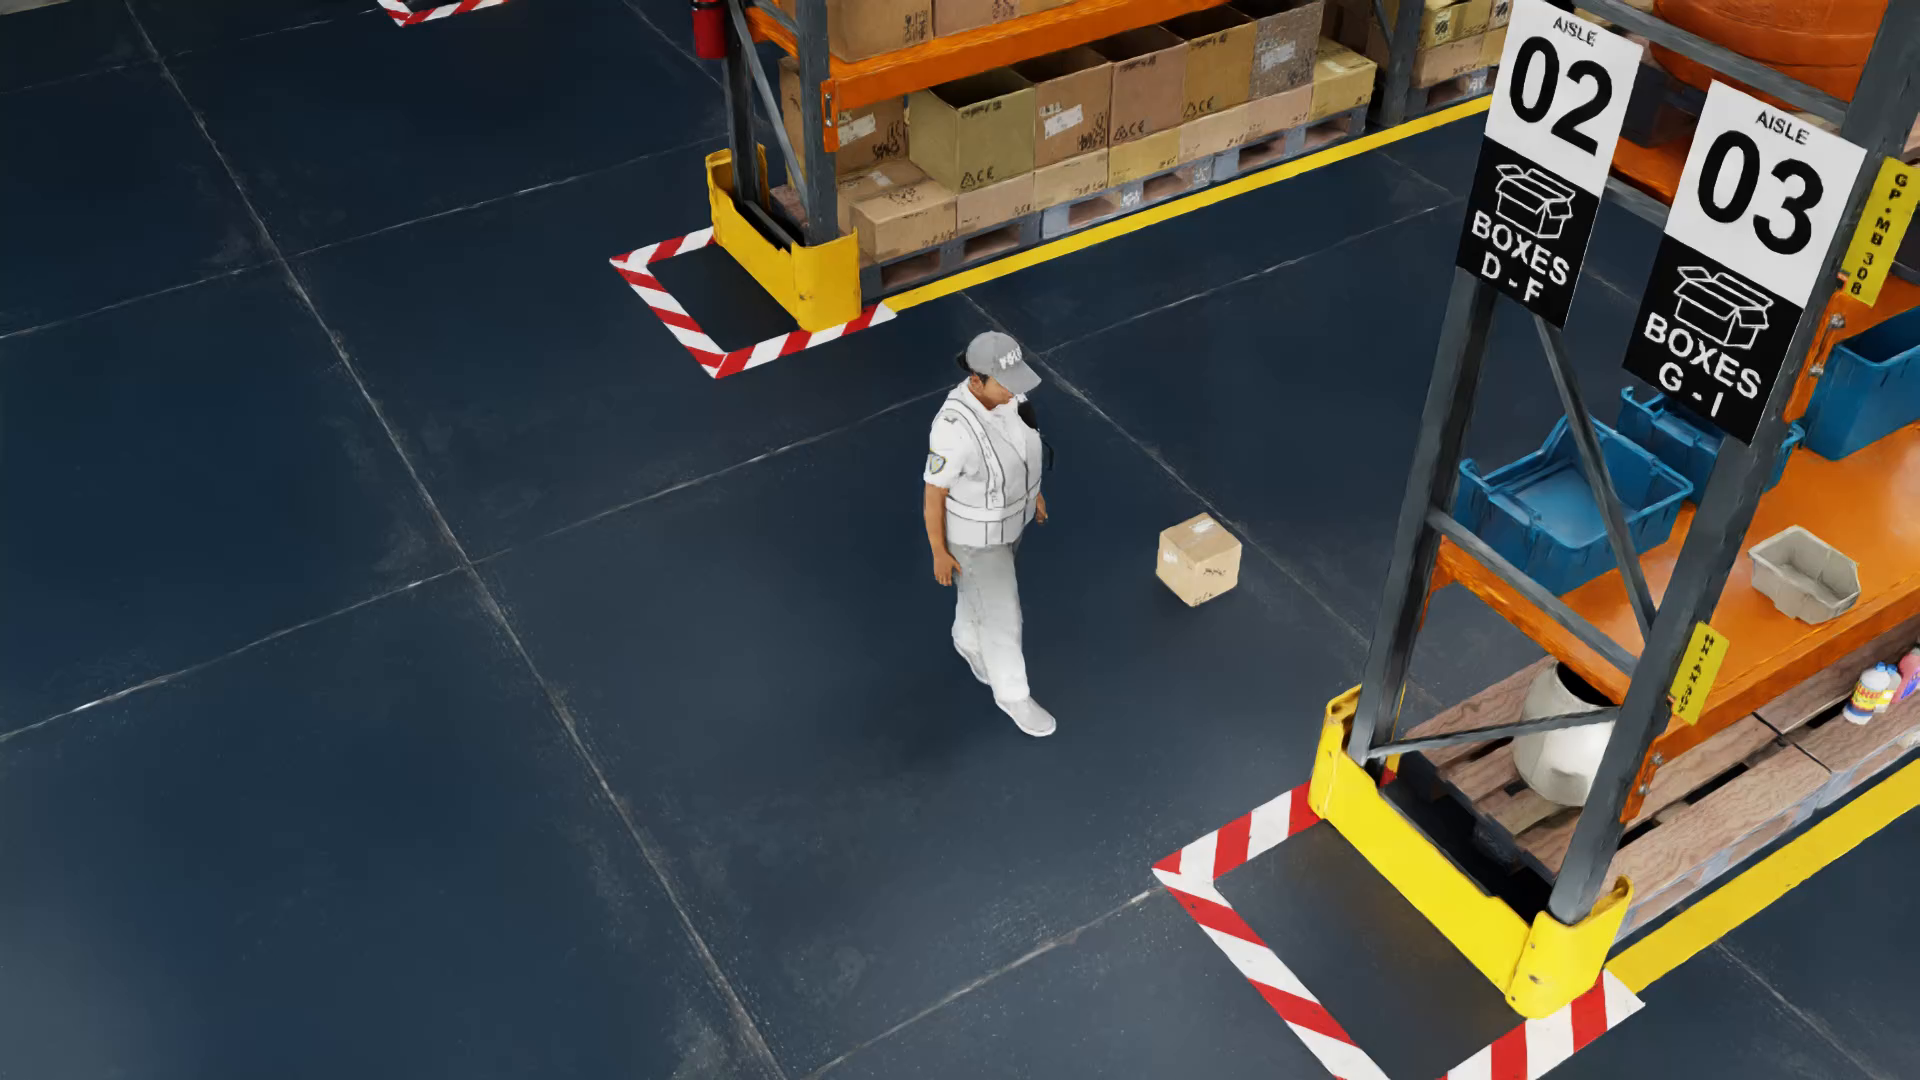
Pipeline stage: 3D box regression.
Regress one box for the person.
[{"bbox_3d":[0.185,-0.038,6.192,0.593,1.666,0.569,20,45,21],"label":"person"}]
